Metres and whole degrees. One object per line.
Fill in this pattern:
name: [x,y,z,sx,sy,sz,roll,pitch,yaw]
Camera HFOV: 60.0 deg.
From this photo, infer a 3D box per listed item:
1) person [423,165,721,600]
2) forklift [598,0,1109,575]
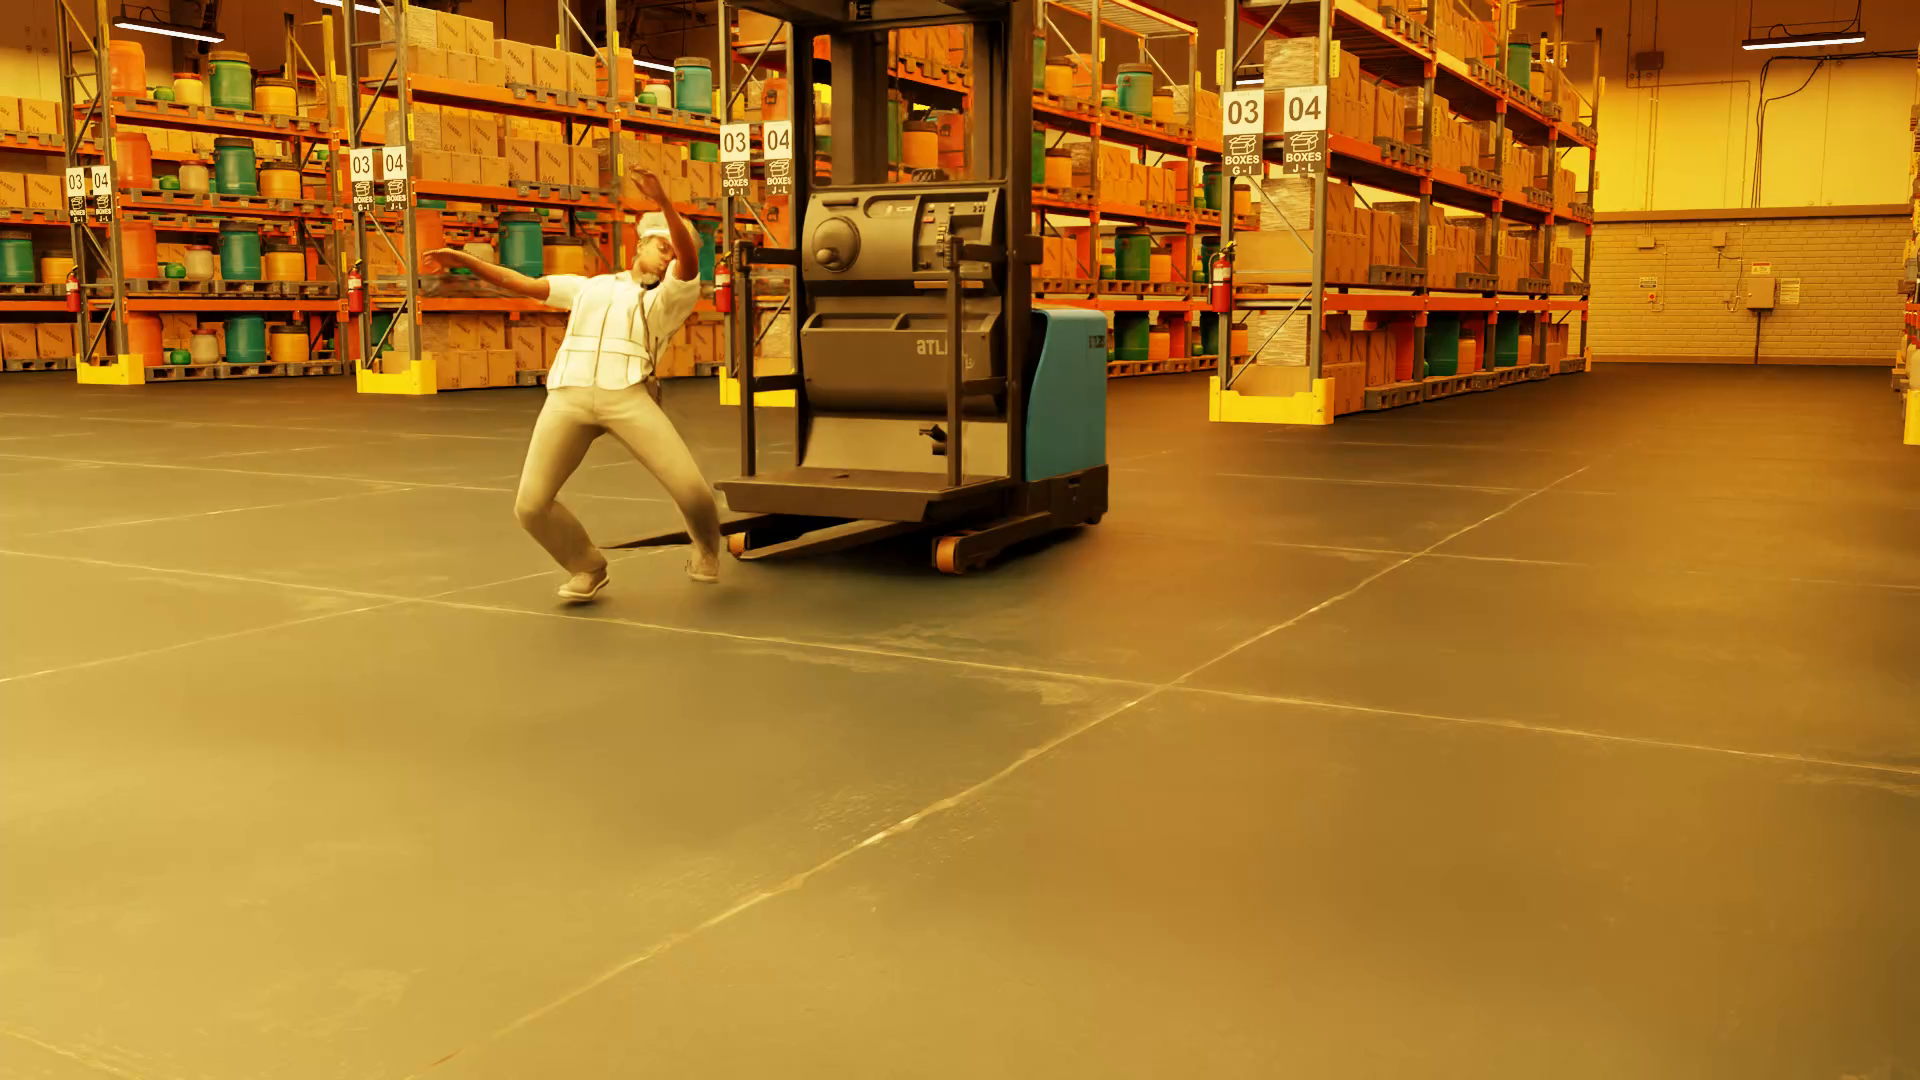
person: [-1.379,-0.557,6.085,0.993,1.543,0.695,0,8,-2]
forklift: [-0.354,-1.374,7.052,1.130,2.935,3.031,4,9,25]
